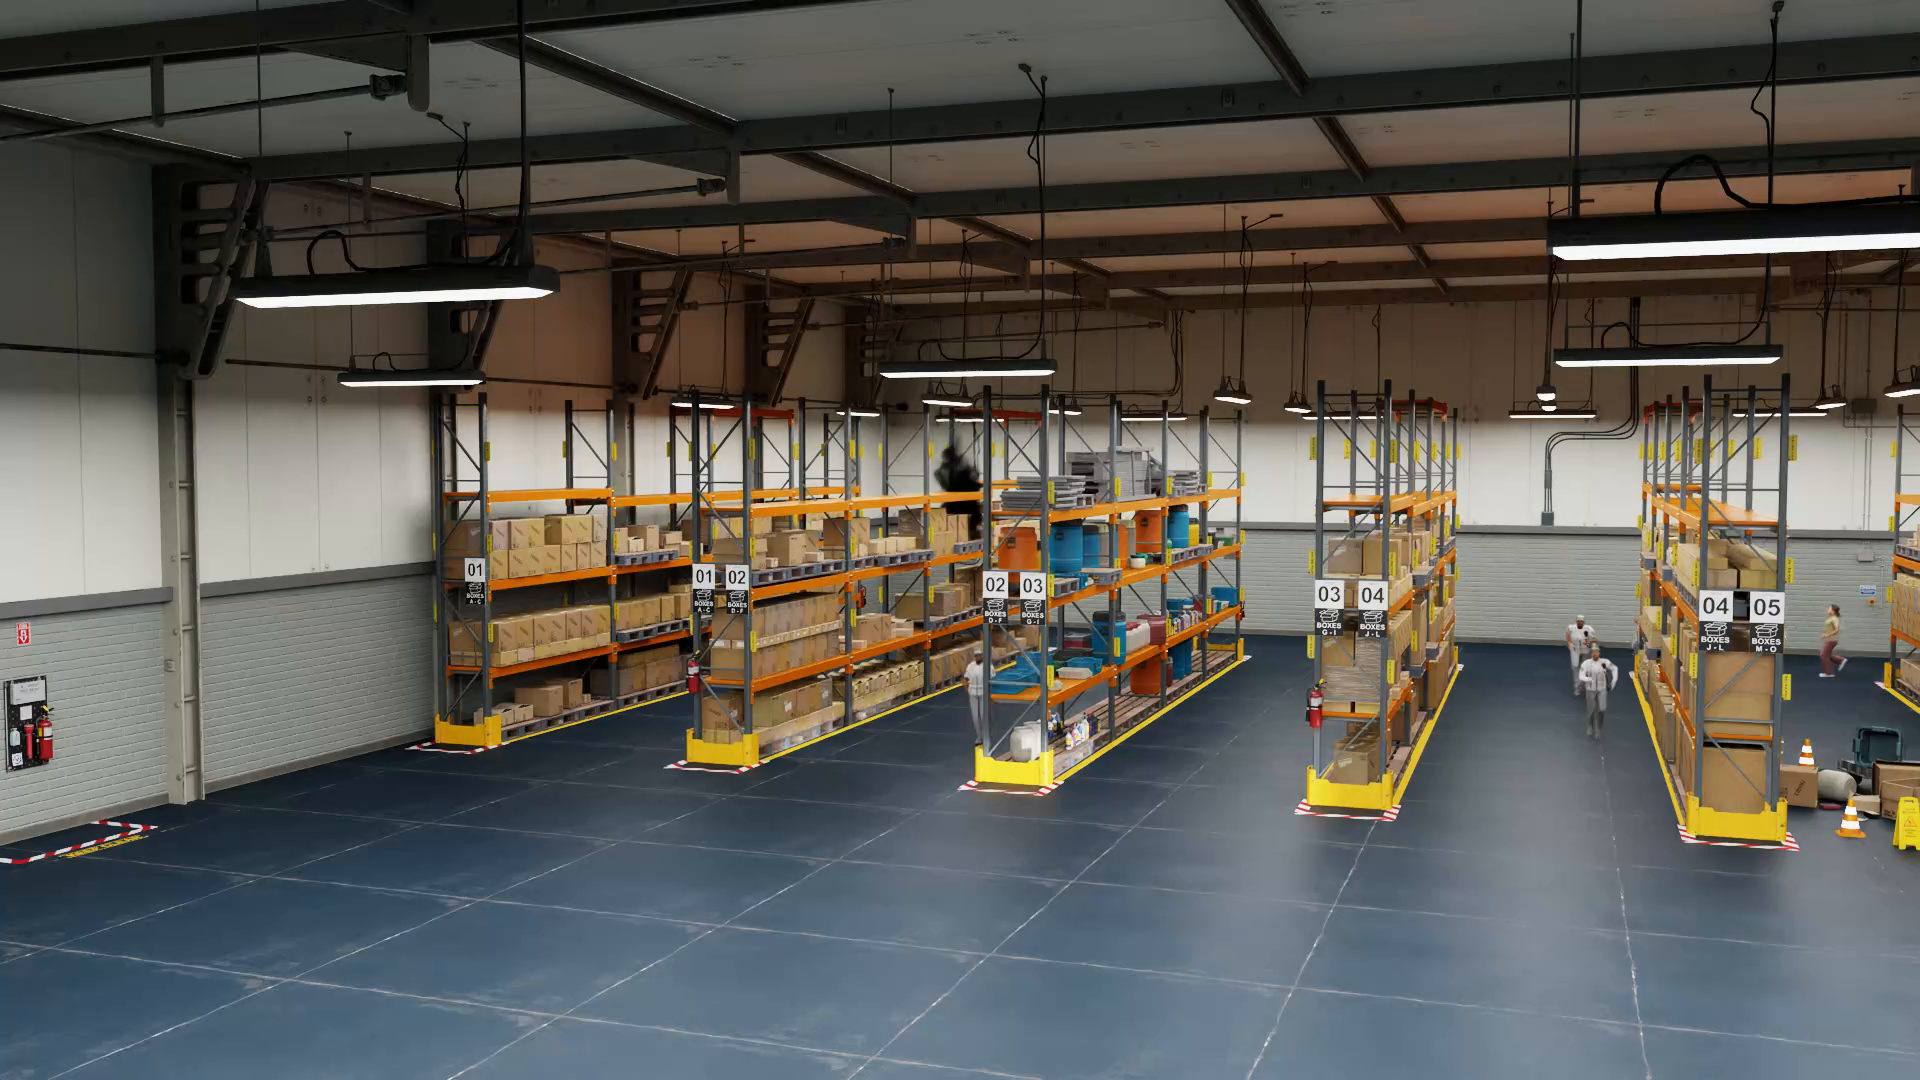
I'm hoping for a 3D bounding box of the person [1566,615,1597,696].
[{"bbox_3d":[12.866,2.367,34.458,0.606,1.671,1.012,1,3,18],"label":"person"}]

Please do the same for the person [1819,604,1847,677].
[{"bbox_3d":[19.361,2.240,36.831,0.565,1.627,0.593,1,3,22],"label":"person"}]

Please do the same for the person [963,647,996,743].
[{"bbox_3d":[0.323,2.652,28.536,0.593,1.661,0.554,1,3,18],"label":"person"}]

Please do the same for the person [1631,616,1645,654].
[{"bbox_3d":[15.640,2.144,37.962,0.565,1.685,0.908,1,3,14],"label":"person"}]

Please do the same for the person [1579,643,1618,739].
[{"bbox_3d":[11.063,2.614,28.848,0.623,1.666,0.822,1,3,23],"label":"person"}]
